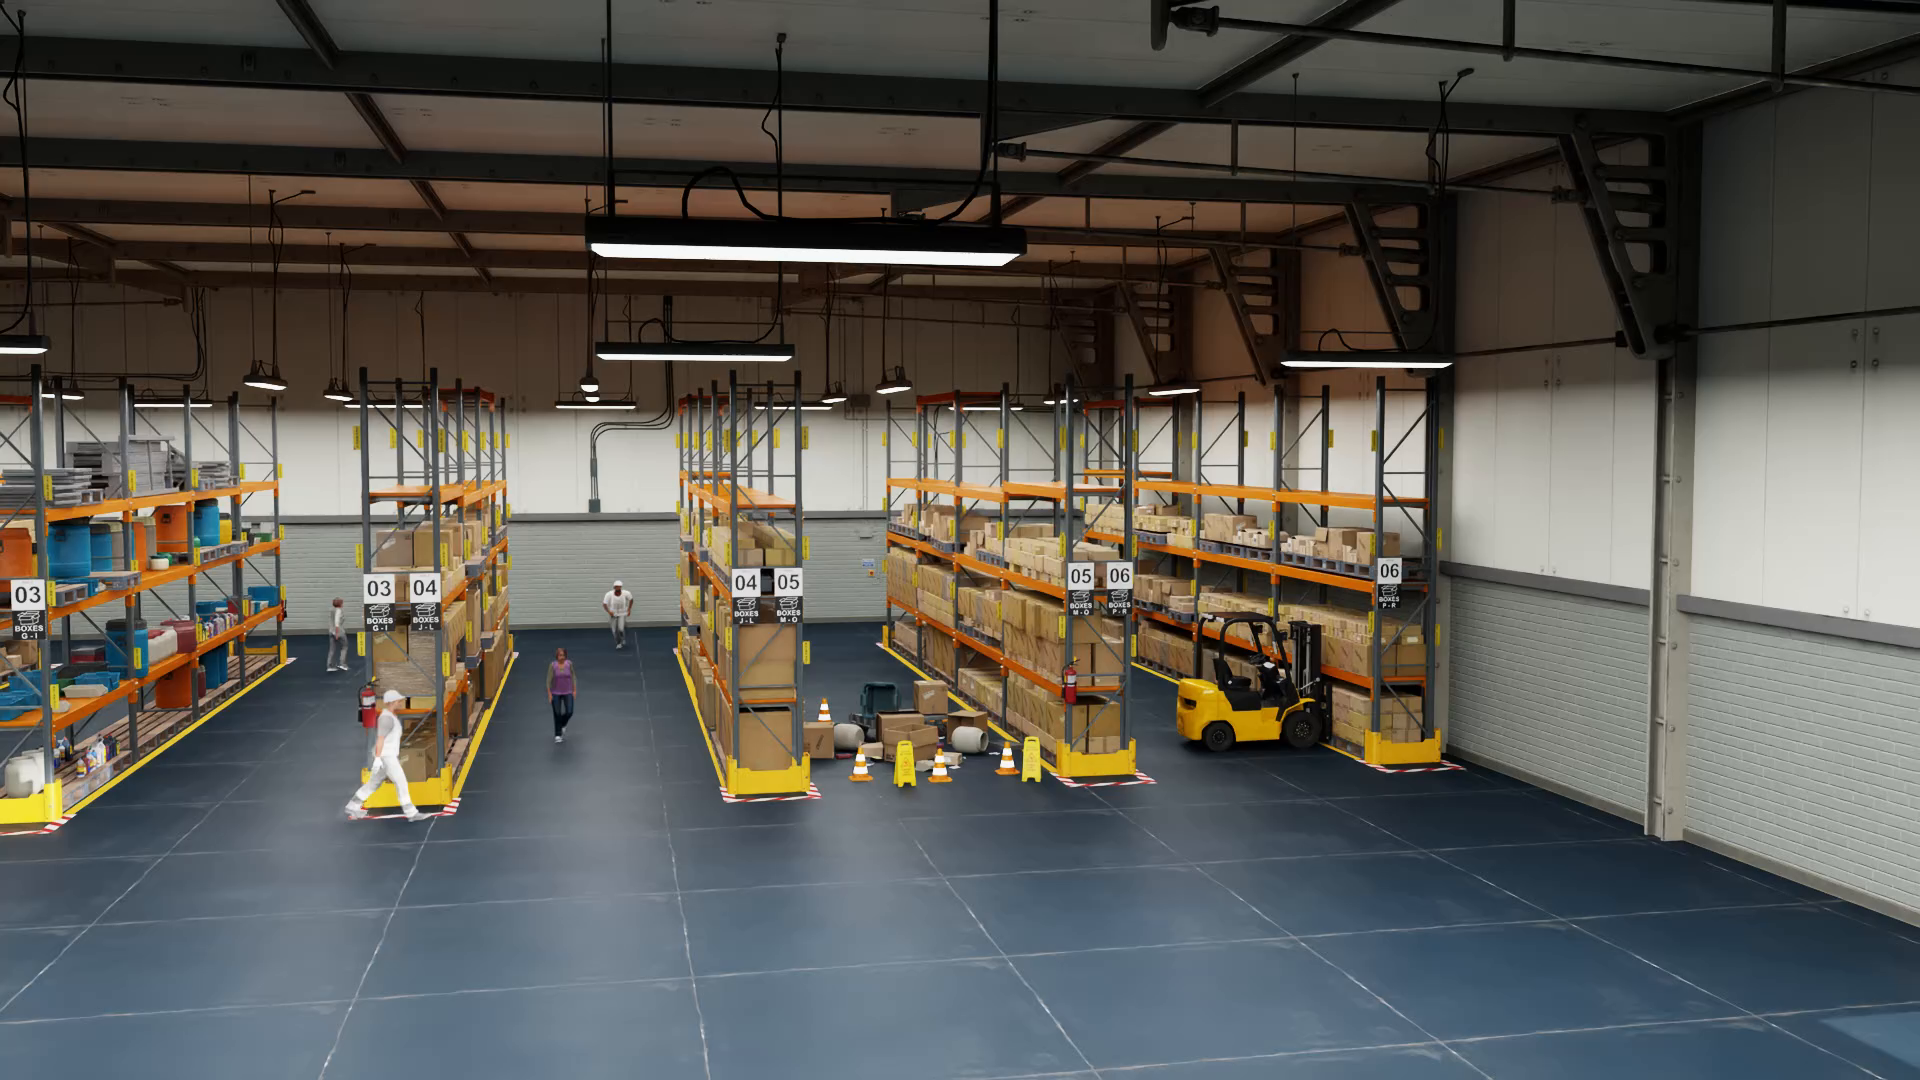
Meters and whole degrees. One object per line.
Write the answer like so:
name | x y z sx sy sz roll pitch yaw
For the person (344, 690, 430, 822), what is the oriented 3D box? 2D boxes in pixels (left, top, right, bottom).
person | -7.520 2.832 21.791 1.130 1.732 0.570 0 3 -6

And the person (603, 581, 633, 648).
person | -8.217 1.792 39.972 0.686 1.667 0.696 0 3 -3

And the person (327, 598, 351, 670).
person | -13.596 2.064 36.177 0.415 1.613 0.524 1 4 20

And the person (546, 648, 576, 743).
person | -6.669 2.574 27.787 0.501 1.582 0.475 -1 4 -19
